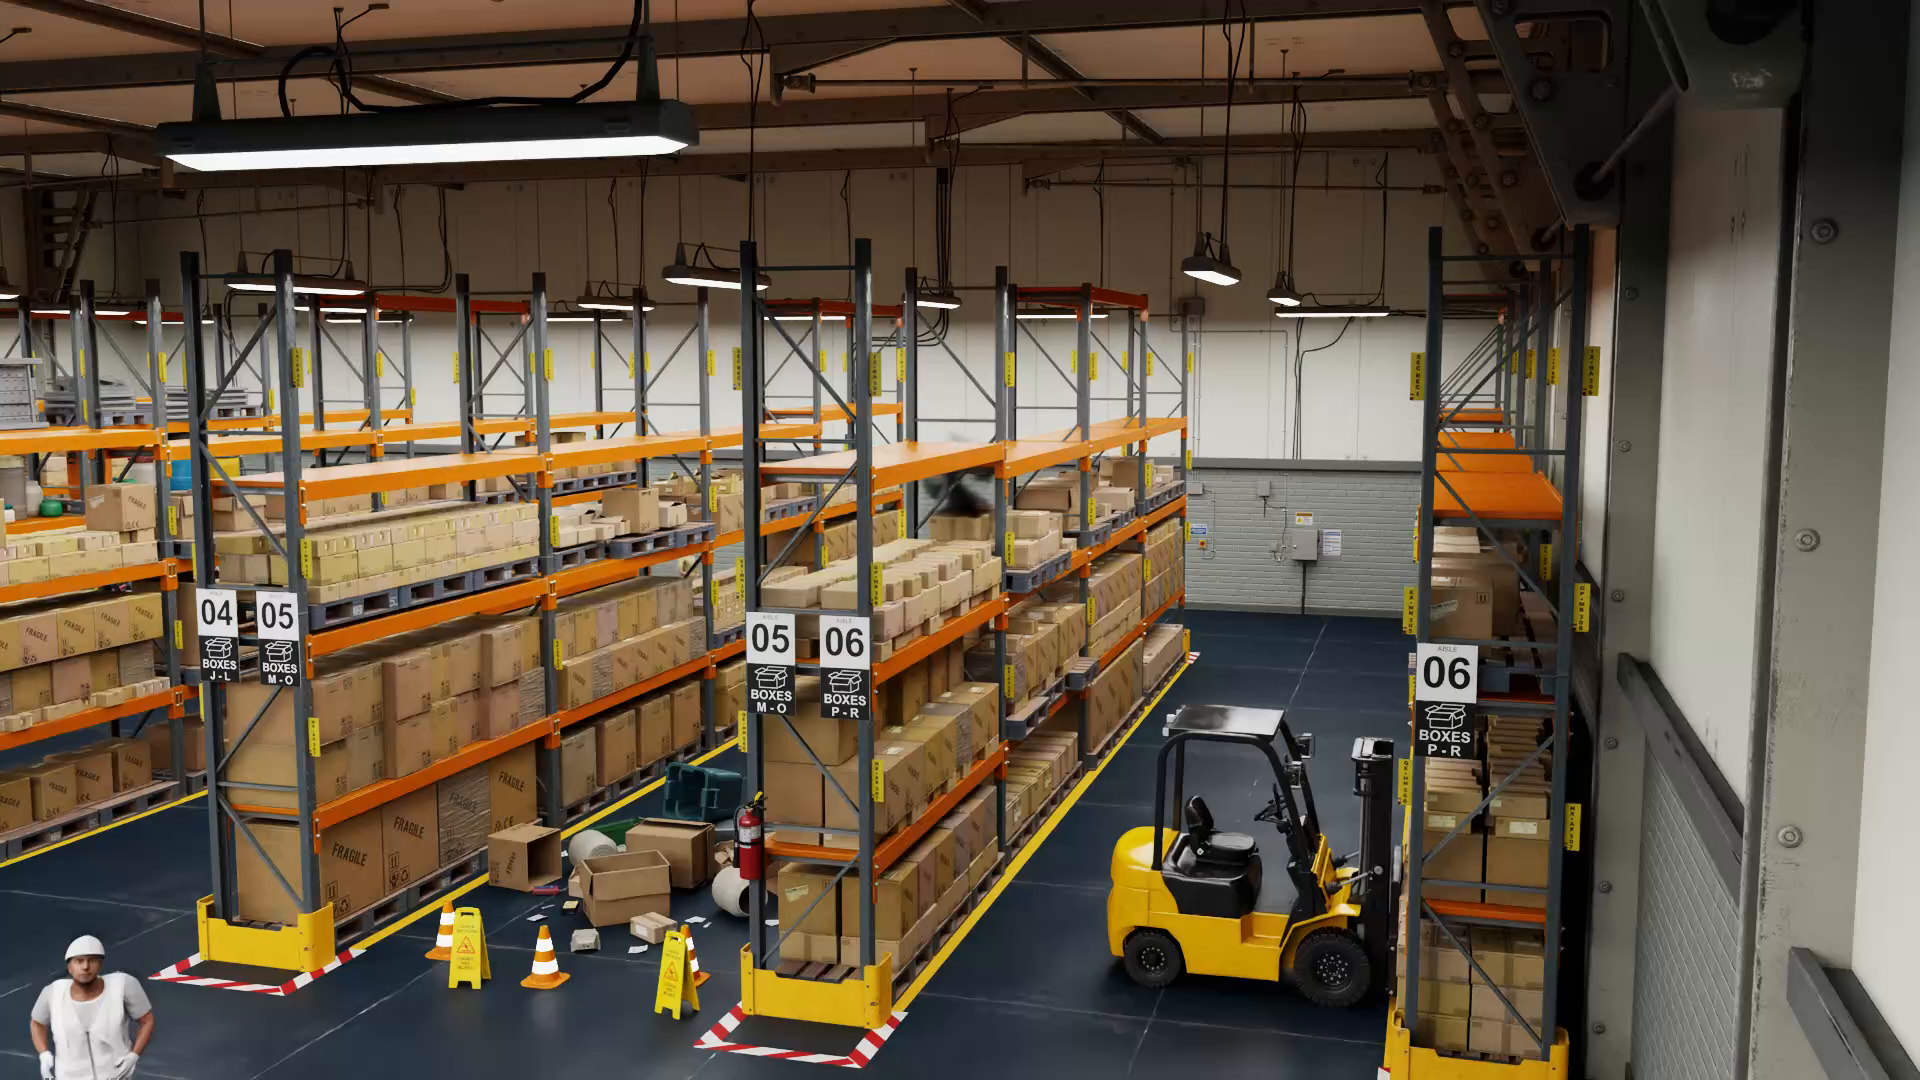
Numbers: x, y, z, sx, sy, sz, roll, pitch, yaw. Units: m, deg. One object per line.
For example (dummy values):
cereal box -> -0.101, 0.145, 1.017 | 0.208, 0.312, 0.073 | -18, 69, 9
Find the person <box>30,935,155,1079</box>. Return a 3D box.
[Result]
person -> -5.148, 3.210, 9.922 | 0.657, 1.769, 1.082 | -4, 7, -31

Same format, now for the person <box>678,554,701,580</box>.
person -> -5.129, 0.829, 31.594 | 0.658, 1.659, 0.559 | 5, 8, 38
